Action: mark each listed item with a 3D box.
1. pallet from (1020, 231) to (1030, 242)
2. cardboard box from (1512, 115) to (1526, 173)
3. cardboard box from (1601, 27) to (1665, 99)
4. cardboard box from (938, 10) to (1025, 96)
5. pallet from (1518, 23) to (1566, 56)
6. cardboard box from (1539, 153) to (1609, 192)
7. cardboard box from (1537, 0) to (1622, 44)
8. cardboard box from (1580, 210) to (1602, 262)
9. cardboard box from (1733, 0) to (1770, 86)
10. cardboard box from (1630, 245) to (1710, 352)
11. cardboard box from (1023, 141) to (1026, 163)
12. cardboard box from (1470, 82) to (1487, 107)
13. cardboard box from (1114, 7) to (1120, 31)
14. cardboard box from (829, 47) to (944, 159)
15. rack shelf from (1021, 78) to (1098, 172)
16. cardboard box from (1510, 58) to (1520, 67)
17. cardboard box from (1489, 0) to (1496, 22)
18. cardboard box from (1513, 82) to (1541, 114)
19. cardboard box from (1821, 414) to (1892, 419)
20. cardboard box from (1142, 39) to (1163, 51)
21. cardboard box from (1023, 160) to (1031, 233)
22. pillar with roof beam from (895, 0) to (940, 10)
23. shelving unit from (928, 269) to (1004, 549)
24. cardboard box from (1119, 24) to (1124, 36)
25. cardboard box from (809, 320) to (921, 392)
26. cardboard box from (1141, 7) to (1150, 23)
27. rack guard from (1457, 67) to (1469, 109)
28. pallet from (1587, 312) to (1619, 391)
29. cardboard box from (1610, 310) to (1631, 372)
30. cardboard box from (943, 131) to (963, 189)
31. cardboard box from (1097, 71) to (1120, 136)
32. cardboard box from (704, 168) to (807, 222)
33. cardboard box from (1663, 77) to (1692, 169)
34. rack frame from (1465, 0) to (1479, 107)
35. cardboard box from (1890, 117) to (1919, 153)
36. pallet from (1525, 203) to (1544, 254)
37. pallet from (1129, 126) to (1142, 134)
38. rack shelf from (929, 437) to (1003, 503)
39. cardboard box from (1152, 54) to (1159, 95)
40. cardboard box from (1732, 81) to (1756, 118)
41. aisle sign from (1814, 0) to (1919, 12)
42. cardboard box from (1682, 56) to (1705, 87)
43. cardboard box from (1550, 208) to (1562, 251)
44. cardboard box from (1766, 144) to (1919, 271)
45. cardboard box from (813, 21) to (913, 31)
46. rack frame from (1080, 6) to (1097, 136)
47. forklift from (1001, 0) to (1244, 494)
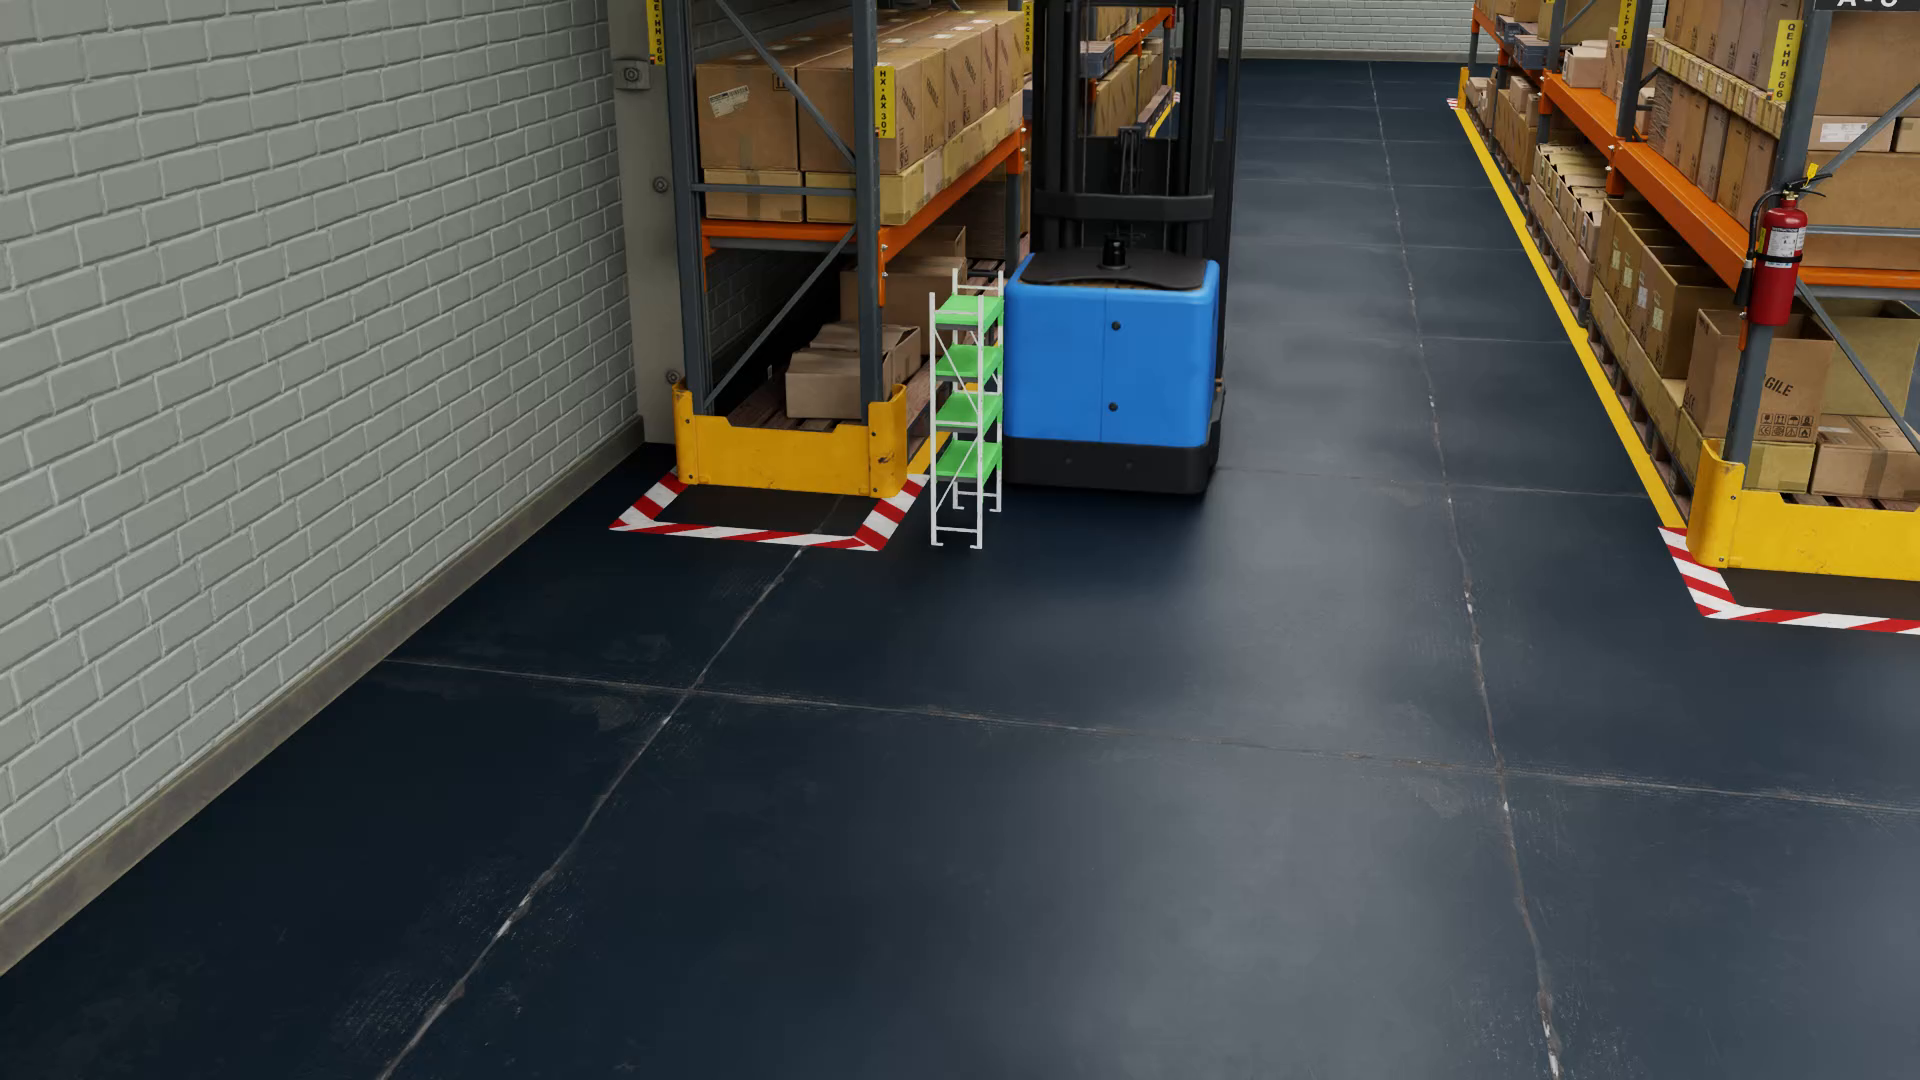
[{"bbox_3d":[0.336,-2.579,13.974,1.003,0.211,1.213,4,22,11],"label":"pallet"},{"bbox_3d":[5.665,-3.820,16.081,0.500,0.500,0.500,4,22,9],"label":"cardboard box"},{"bbox_3d":[5.271,-3.658,12.788,0.500,0.500,0.500,3,22,8],"label":"cardboard box"},{"bbox_3d":[0.138,-3.231,11.031,0.500,0.500,0.500,4,22,11],"label":"cardboard box"},{"bbox_3d":[5.990,-4.849,16.136,1.003,0.211,1.213,4,22,11],"label":"pallet"},{"bbox_3d":[5.105,-3.044,13.765,0.500,0.311,0.500,4,22,10],"label":"cardboard box"},{"bbox_3d":[5.616,-4.707,14.829,0.700,0.500,0.500,-3,22,-7],"label":"cardboard box"},{"bbox_3d":[4.584,-2.113,11.453,0.500,0.311,0.500,4,22,11],"label":"cardboard box"},{"bbox_3d":[4.288,-2.515,8.213,0.700,0.500,0.500,5,22,11],"label":"cardboard box"},{"bbox_3d":[4.077,-1.336,9.271,0.500,0.500,0.500,4,22,11],"label":"cardboard box"},{"bbox_3d":[0.254,-3.155,13.425,0.500,0.250,0.500,4,22,9],"label":"cardboard box"},{"bbox_3d":[6.638,-5.538,20.681,0.500,0.250,0.500,4,22,11],"label":"cardboard box"},{"bbox_3d":[1.316,-5.327,16.506,0.500,0.500,0.500,4,22,11],"label":"cardboard box"},{"bbox_3d":[-0.383,-2.296,8.710,0.500,0.500,0.500,5,22,11],"label":"cardboard box"},{"bbox_3d":[0.340,-3.538,13.586,1.077,0.370,4.000,4,22,11],"label":"rack shelf"},{"bbox_3d":[7.360,-5.979,21.442,0.500,0.500,0.500,4,22,11],"label":"cardboard box"},{"bbox_3d":[6.471,-6.315,19.385,0.500,0.500,0.500,5,22,12],"label":"cardboard box"},{"bbox_3d":[5.771,-4.374,16.453,0.500,0.250,0.500,4,22,10],"label":"cardboard box"},{"bbox_3d":[4.391,-0.583,8.403,0.500,0.250,0.500,4,22,11],"label":"cardboard box"},{"bbox_3d":[2.487,-6.540,21.994,0.380,0.149,0.250,4,22,10],"label":"cardboard box"},{"bbox_3d":[0.265,-2.831,13.626,0.700,0.500,0.500,5,22,12],"label":"cardboard box"},{"bbox_3d":[3.850,-6.648,12.315,9.100,9.000,0.400,4,22,11],"label":"pillar with roof beam"},{"bbox_3d":[0.034,-0.617,7.780,0.258,1.200,0.503,4,22,11],"label":"shelving unit"},{"bbox_3d":[1.535,-5.442,17.662,0.380,0.149,0.250,4,22,11],"label":"cardboard box"},{"bbox_3d":[-0.539,-1.089,9.552,0.500,0.311,0.500,6,23,15],"label":"cardboard box"},{"bbox_3d":[1.690,-6.402,19.333,0.980,0.700,0.700,5,22,12],"label":"cardboard box"},{"bbox_3d":[7.215,-5.965,21.996,1.175,0.500,0.348,4,22,11],"label":"rack guard"},{"bbox_3d":[4.578,-1.183,10.507,1.003,0.211,1.213,4,22,11],"label":"pallet"},{"bbox_3d":[4.176,-1.172,9.866,0.500,0.250,0.500,4,22,11],"label":"cardboard box"},{"bbox_3d":[-0.273,-2.148,9.346,0.500,0.250,0.500,4,22,10],"label":"cardboard box"},{"bbox_3d":[1.211,-4.379,17.028,0.750,0.750,0.750,4,22,11],"label":"cardboard box"},{"bbox_3d":[-0.979,-1.803,8.488,0.500,0.250,0.500,5,22,12],"label":"cardboard box"},{"bbox_3d":[4.596,-2.454,9.798,0.700,0.500,0.500,4,22,10],"label":"cardboard box"},{"bbox_3d":[7.230,-7.152,21.598,1.000,3.000,0.127,4,22,11],"label":"rack frame"},{"bbox_3d":[4.256,-1.775,7.244,0.380,0.149,0.250,4,22,11],"label":"cardboard box"},{"bbox_3d":[5.392,-2.635,14.114,1.003,0.211,1.213,4,22,11],"label":"pallet"},{"bbox_3d":[1.480,-4.484,18.706,1.003,0.211,1.213,4,22,11],"label":"pallet"},{"bbox_3d":[0.034,-0.335,7.893,0.258,0.148,0.480,4,22,11],"label":"rack shelf"},{"bbox_3d":[2.233,-6.117,21.811,0.700,0.500,0.500,4,22,11],"label":"cardboard box"},{"bbox_3d":[4.068,-2.180,8.248,0.380,0.149,0.250,5,23,13],"label":"cardboard box"},{"bbox_3d":[3.664,-2.505,6.579,0.394,0.787,0.004,4,22,11],"label":"aisle sign"},{"bbox_3d":[4.330,-2.654,9.426,0.380,0.149,0.250,4,22,9],"label":"cardboard box"},{"bbox_3d":[4.897,-2.415,12.953,0.500,0.250,0.500,5,22,12],"label":"cardboard box"},{"bbox_3d":[4.073,-1.517,7.471,0.700,0.500,0.500,4,22,11],"label":"cardboard box"},{"bbox_3d":[-0.585,-2.901,10.211,0.500,0.500,0.500,5,22,12],"label":"cardboard box"},{"bbox_3d":[0.748,-4.603,15.267,1.000,3.000,0.127,4,22,11],"label":"rack frame"},{"bbox_3d":[0.970,-2.104,9.153,1.130,2.935,3.031,4,22,10],"label":"forklift"}]
